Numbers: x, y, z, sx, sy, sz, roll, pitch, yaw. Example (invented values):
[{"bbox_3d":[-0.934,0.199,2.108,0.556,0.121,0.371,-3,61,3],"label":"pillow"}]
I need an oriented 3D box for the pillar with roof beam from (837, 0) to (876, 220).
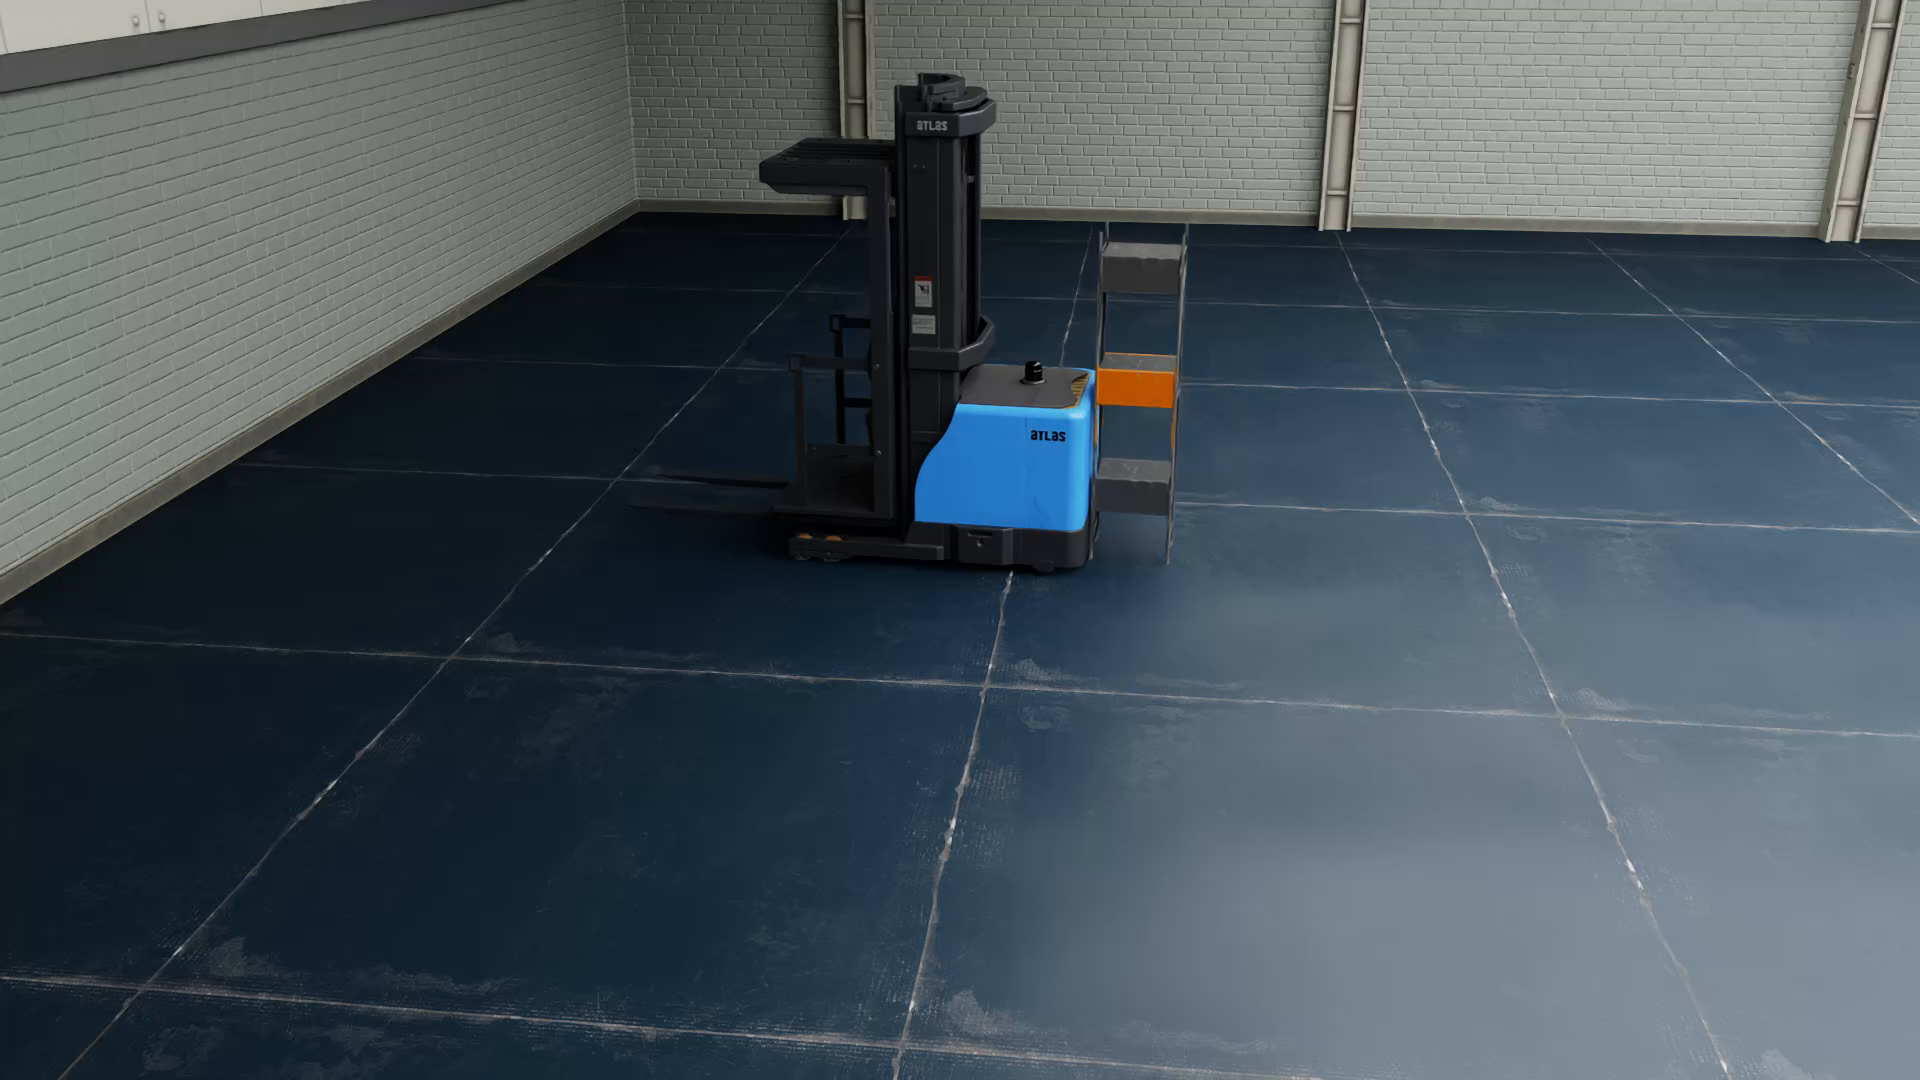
[{"bbox_3d":[-1.796,-6.768,15.818,0.400,9.000,9.100,2,22,6],"label":"pillar with roof beam"}]

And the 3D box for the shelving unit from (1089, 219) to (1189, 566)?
[{"bbox_3d":[1.108,-0.902,10.366,0.503,2.100,0.431,4,22,10],"label":"shelving unit"}]

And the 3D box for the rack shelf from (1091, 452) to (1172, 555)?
[{"bbox_3d":[1.108,-0.239,10.628,0.480,0.518,0.431,4,22,10],"label":"rack shelf"}]

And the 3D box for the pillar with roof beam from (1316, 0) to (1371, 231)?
[{"bbox_3d":[4.163,-6.508,15.162,0.400,9.000,9.100,2,22,6],"label":"pillar with roof beam"}]

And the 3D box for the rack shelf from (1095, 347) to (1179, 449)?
[{"bbox_3d":[1.108,-0.890,10.371,0.480,0.518,0.431,4,22,10],"label":"rack shelf"}]

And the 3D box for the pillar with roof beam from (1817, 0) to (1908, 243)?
[{"bbox_3d":[10.121,-6.248,14.505,0.400,9.000,9.100,2,22,6],"label":"pillar with roof beam"}]

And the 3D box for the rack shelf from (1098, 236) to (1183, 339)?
[{"bbox_3d":[1.108,-1.540,10.114,0.480,0.518,0.431,4,22,10],"label":"rack shelf"}]

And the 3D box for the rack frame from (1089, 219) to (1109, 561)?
[{"bbox_3d":[0.868,-0.918,10.407,0.015,2.100,0.400,4,22,10],"label":"rack frame"}]

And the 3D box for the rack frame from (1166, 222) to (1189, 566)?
[{"bbox_3d":[1.348,-0.886,10.325,0.015,2.100,0.400,4,22,10],"label":"rack frame"}]

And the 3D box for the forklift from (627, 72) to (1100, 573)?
[{"bbox_3d":[-0.636,-1.406,10.510,3.031,2.935,1.130,4,22,10],"label":"forklift"}]
